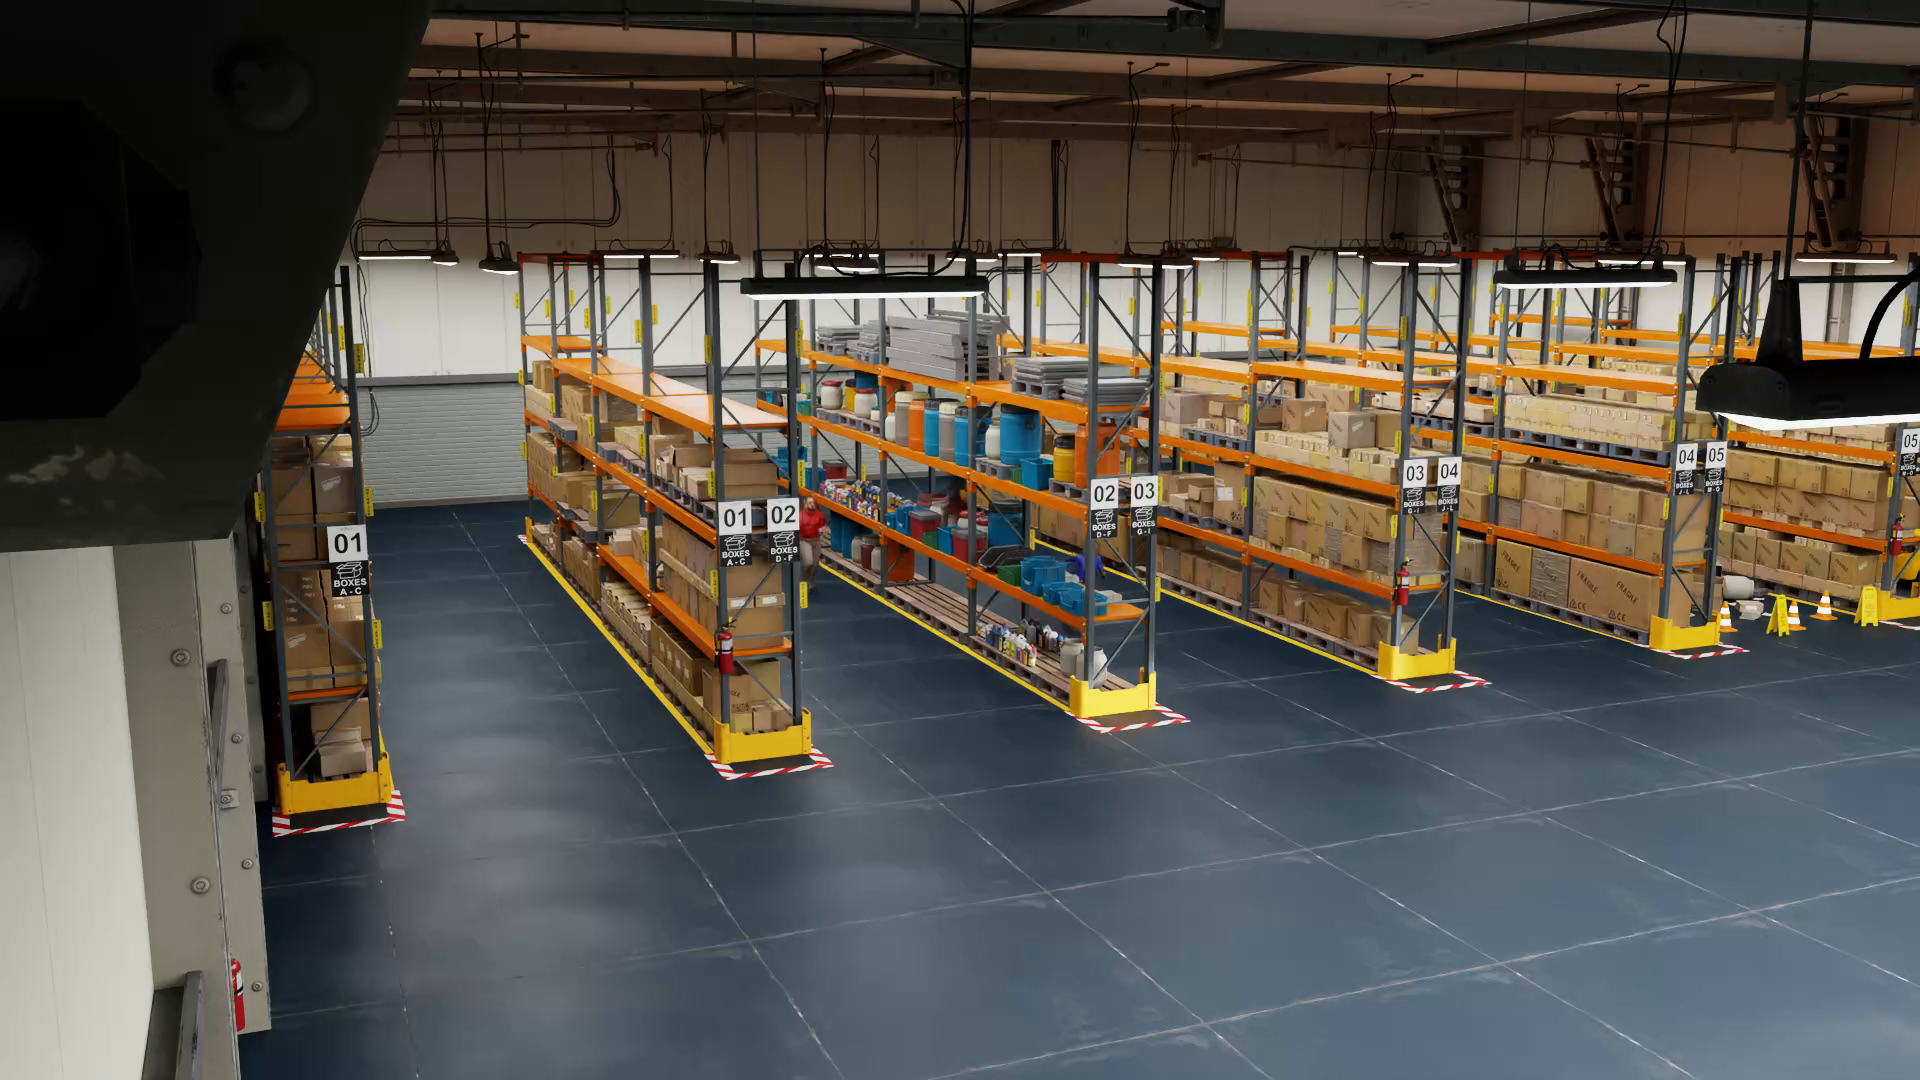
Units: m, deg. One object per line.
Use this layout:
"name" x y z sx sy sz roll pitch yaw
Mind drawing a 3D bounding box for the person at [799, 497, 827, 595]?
"person" -2.676 0.110 29.724 0.647 1.766 0.736 -5 12 -26

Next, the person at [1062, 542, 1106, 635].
"person" 1.978 0.740 26.605 0.595 1.523 0.979 -7 13 -35

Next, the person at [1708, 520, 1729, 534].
"person" 15.259 -0.461 33.224 0.607 1.582 0.587 -6 12 -29
